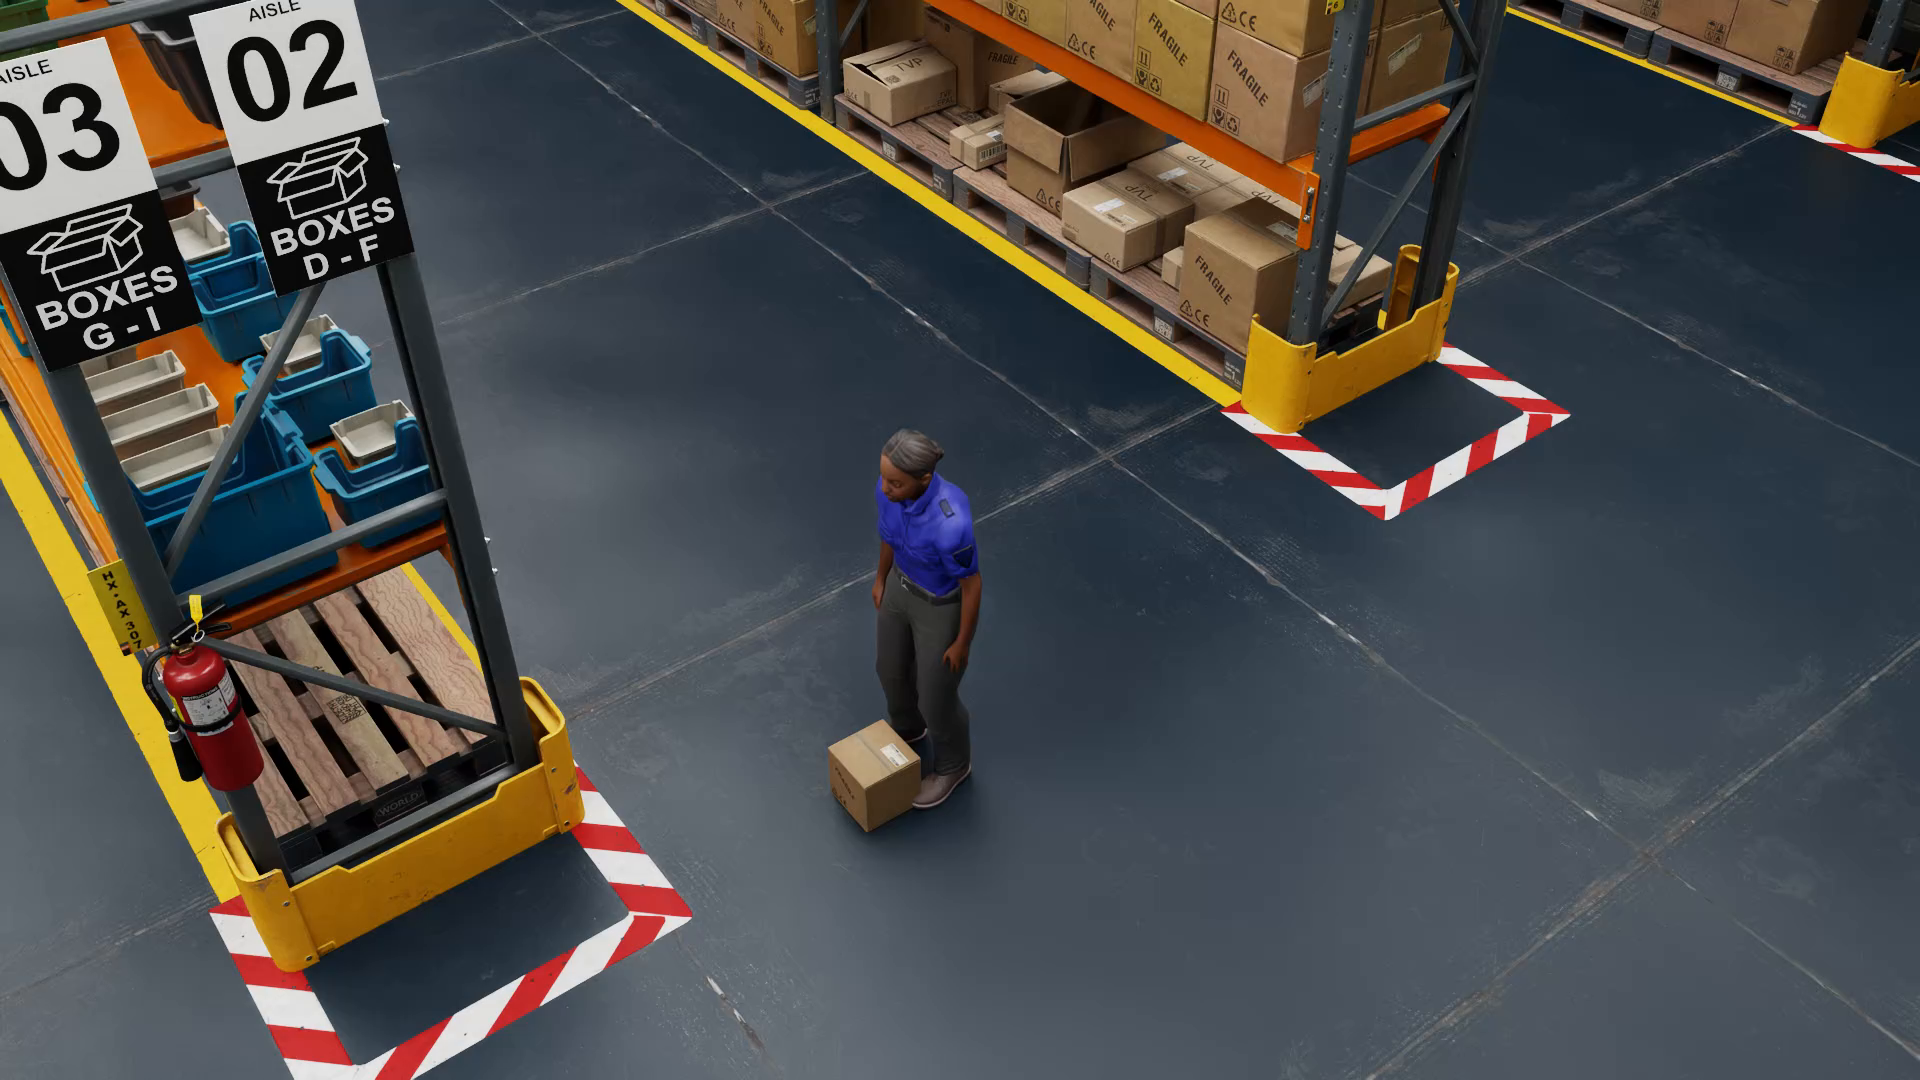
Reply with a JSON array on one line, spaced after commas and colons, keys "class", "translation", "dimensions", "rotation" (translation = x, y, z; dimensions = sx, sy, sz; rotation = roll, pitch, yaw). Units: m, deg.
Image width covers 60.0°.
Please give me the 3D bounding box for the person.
[{"class": "person", "translation": [-0.139, 0.246, 5.875], "dimensions": [0.349, 1.653, 0.514], "rotation": [-29, 48, -29]}]
